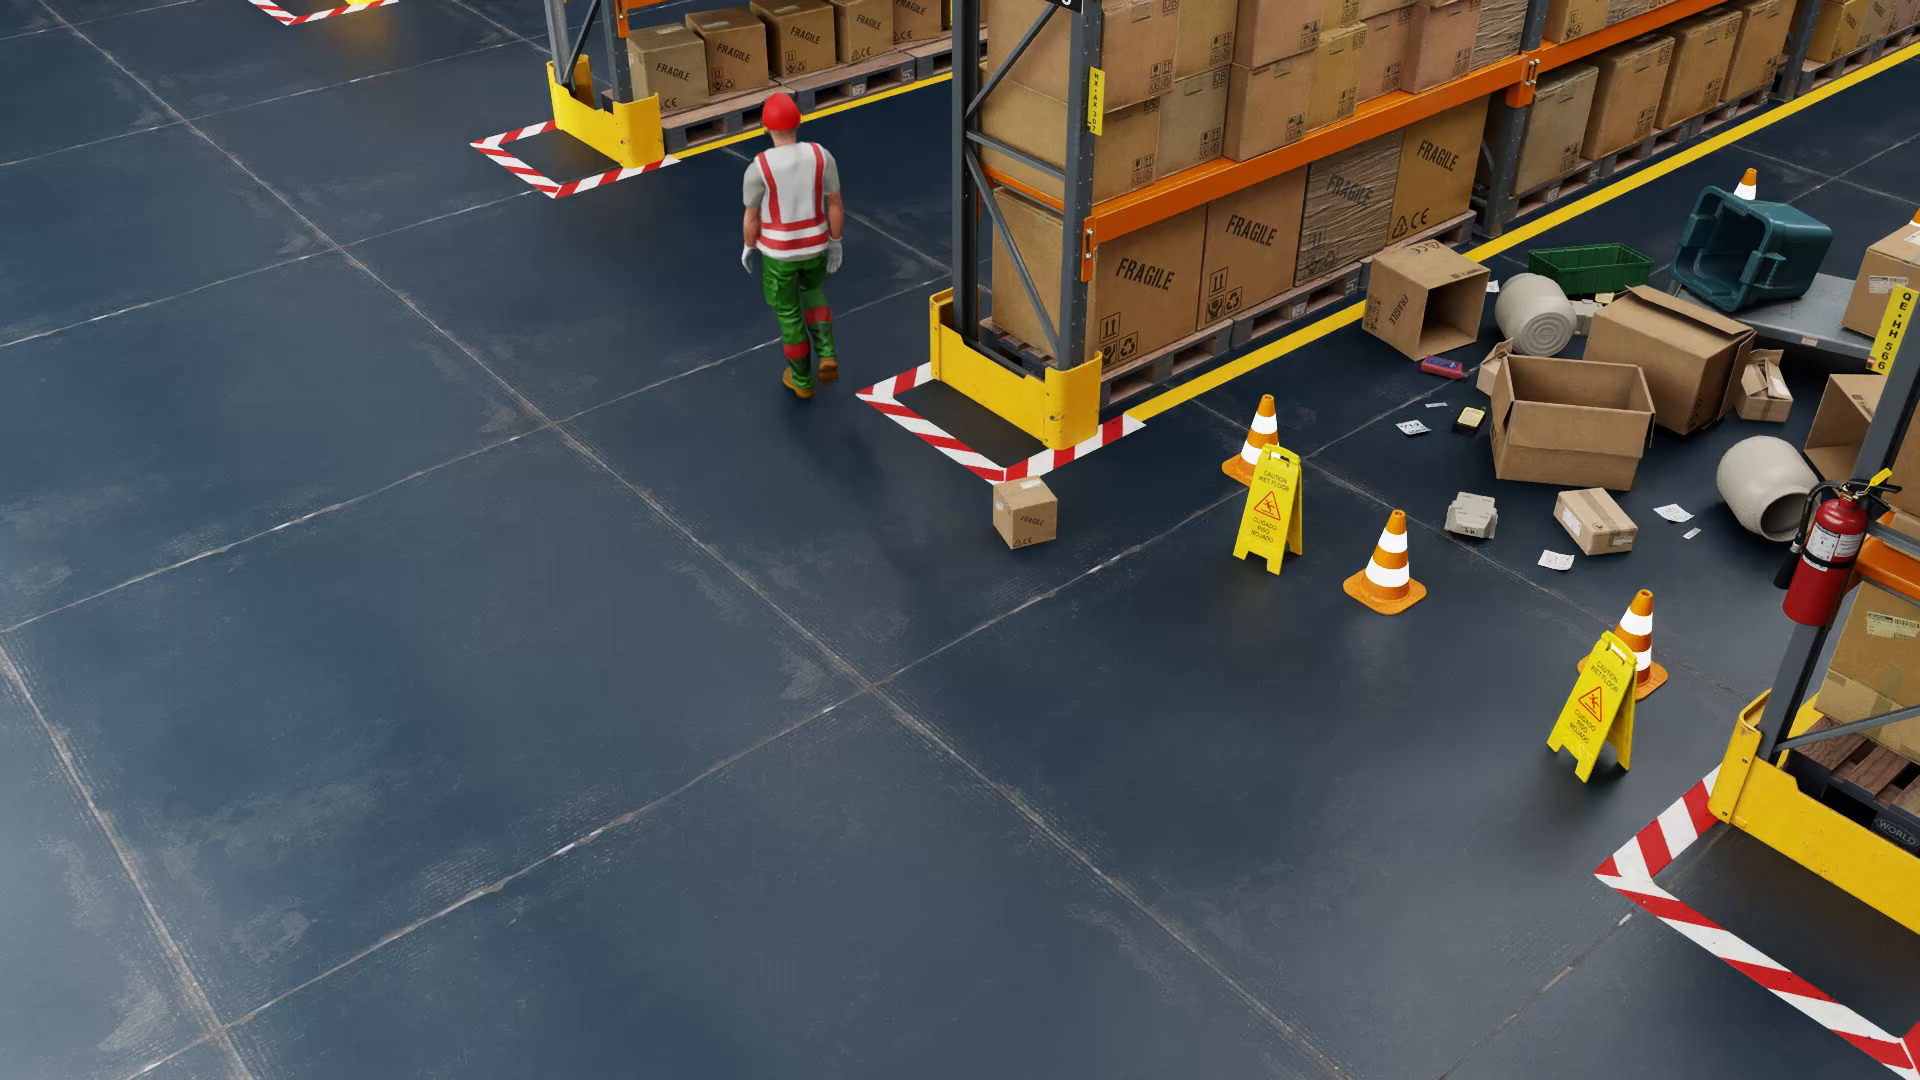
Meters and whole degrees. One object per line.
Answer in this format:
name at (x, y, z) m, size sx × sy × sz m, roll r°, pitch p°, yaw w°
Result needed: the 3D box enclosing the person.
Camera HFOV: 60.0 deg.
person at (-0.943, -1.645, 9.322) m, size 0.542 × 1.793 × 0.451 m, roll -17°, pitch 39°, yaw -22°
